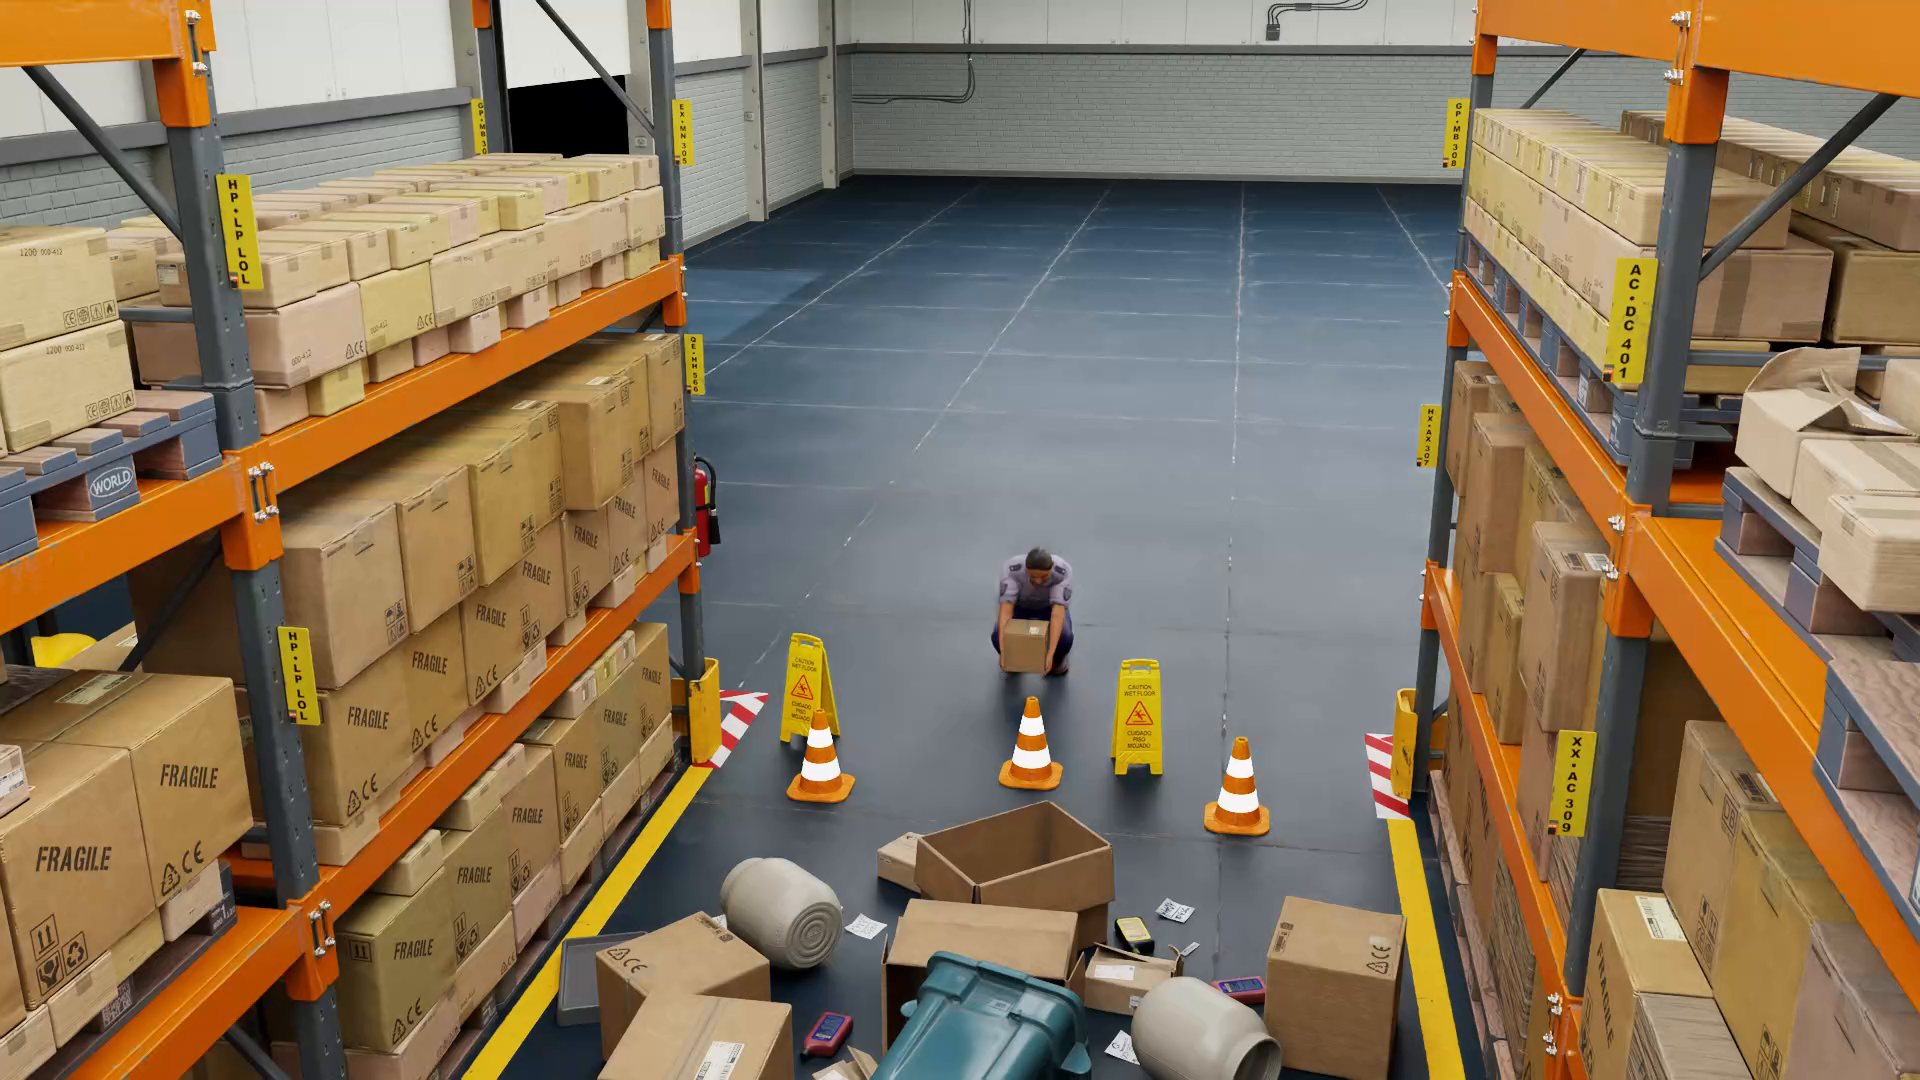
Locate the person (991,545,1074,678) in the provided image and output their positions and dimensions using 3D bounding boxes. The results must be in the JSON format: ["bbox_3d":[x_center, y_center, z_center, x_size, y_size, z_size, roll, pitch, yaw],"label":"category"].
[{"bbox_3d":[0.453,0.438,10.423,0.505,0.929,0.764,3,18,8],"label":"person"}]
